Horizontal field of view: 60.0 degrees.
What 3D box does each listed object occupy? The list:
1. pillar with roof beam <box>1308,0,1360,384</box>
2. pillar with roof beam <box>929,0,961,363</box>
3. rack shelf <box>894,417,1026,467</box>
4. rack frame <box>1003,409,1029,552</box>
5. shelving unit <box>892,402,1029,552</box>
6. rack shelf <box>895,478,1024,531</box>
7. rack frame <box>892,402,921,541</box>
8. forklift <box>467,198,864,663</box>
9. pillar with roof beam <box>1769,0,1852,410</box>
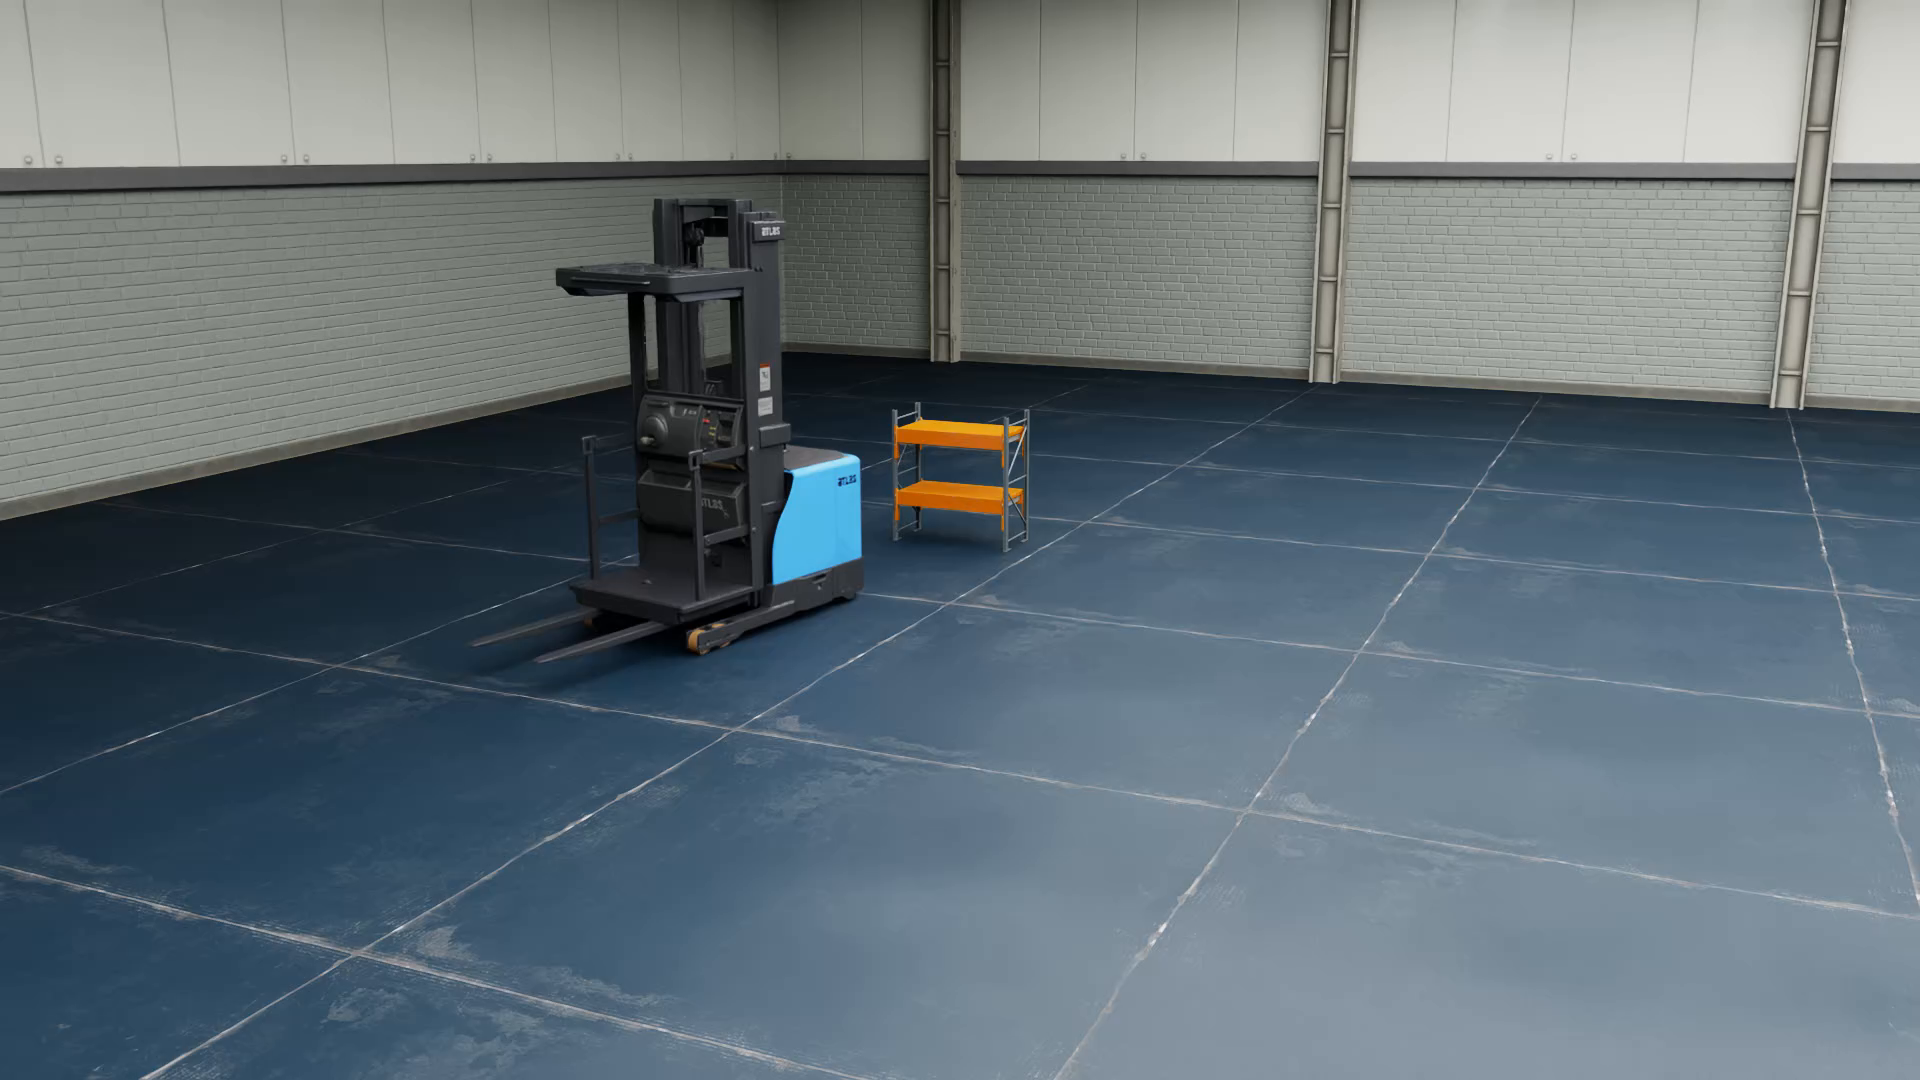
[{"bbox_3d":[3.514,-5.767,19.132,0.400,9.000,9.100,6,14,23],"label":"pillar with roof beam"},{"bbox_3d":[-1.971,-6.322,21.498,0.400,9.000,9.100,6,14,23],"label":"pillar with roof beam"},{"bbox_3d":[0.006,-0.832,14.057,1.000,0.278,0.538,6,14,23],"label":"rack shelf"},{"bbox_3d":[0.471,-0.500,13.923,0.032,1.125,0.500,6,14,23],"label":"rack frame"},{"bbox_3d":[0.006,-0.547,14.124,1.048,1.125,0.538,6,14,23],"label":"shelving unit"},{"bbox_3d":[0.006,-0.309,14.180,1.000,0.278,0.538,6,14,23],"label":"rack shelf"},{"bbox_3d":[-0.459,-0.594,14.324,0.032,1.125,0.500,6,14,23],"label":"rack frame"},{"bbox_3d":[-1.971,-0.793,11.216,1.130,2.935,3.031,9,16,34],"label":"forklift"},{"bbox_3d":[9.000,-5.212,16.766,0.400,9.000,9.100,6,14,23],"label":"pillar with roof beam"}]
